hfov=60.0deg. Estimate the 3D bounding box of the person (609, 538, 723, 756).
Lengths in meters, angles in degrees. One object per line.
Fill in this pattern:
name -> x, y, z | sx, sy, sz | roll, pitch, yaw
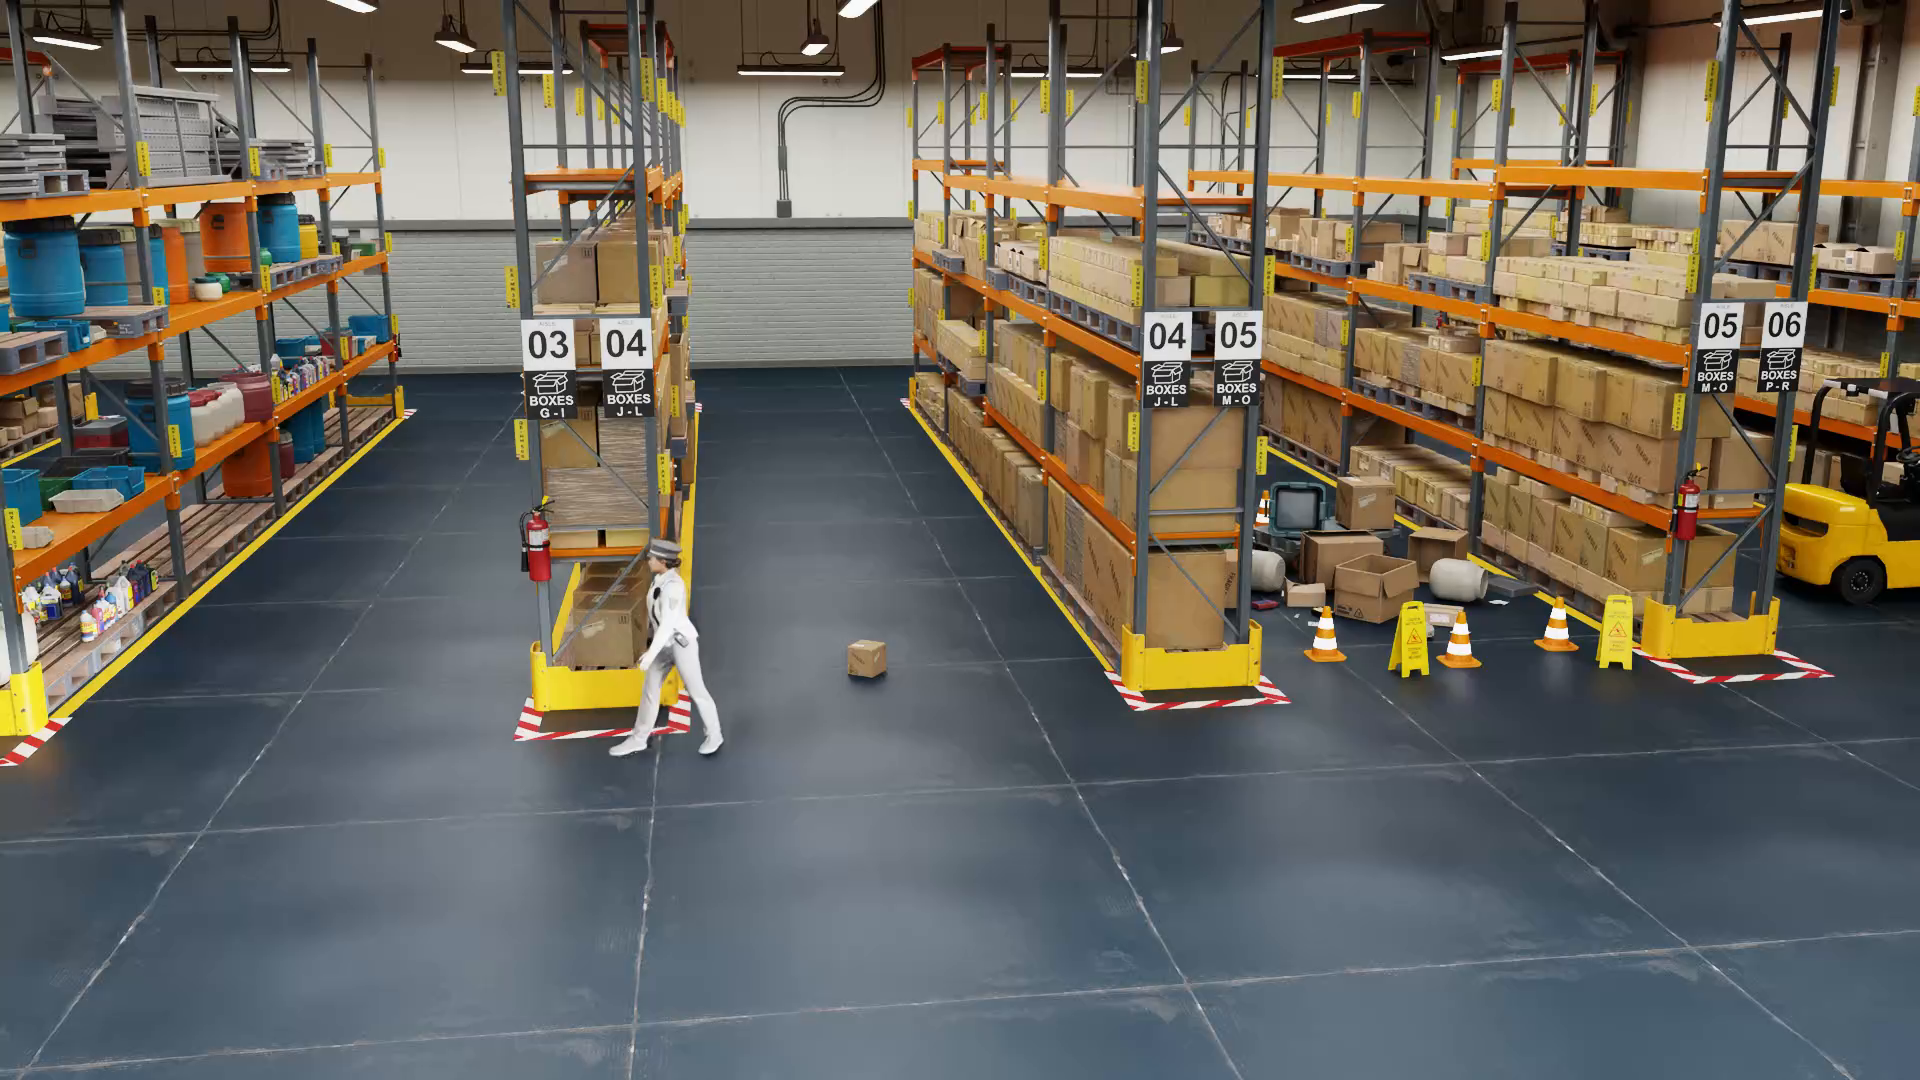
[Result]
person -> -2.226, 0.801, 12.480 | 0.837, 1.648, 0.531 | -9, 16, -32
